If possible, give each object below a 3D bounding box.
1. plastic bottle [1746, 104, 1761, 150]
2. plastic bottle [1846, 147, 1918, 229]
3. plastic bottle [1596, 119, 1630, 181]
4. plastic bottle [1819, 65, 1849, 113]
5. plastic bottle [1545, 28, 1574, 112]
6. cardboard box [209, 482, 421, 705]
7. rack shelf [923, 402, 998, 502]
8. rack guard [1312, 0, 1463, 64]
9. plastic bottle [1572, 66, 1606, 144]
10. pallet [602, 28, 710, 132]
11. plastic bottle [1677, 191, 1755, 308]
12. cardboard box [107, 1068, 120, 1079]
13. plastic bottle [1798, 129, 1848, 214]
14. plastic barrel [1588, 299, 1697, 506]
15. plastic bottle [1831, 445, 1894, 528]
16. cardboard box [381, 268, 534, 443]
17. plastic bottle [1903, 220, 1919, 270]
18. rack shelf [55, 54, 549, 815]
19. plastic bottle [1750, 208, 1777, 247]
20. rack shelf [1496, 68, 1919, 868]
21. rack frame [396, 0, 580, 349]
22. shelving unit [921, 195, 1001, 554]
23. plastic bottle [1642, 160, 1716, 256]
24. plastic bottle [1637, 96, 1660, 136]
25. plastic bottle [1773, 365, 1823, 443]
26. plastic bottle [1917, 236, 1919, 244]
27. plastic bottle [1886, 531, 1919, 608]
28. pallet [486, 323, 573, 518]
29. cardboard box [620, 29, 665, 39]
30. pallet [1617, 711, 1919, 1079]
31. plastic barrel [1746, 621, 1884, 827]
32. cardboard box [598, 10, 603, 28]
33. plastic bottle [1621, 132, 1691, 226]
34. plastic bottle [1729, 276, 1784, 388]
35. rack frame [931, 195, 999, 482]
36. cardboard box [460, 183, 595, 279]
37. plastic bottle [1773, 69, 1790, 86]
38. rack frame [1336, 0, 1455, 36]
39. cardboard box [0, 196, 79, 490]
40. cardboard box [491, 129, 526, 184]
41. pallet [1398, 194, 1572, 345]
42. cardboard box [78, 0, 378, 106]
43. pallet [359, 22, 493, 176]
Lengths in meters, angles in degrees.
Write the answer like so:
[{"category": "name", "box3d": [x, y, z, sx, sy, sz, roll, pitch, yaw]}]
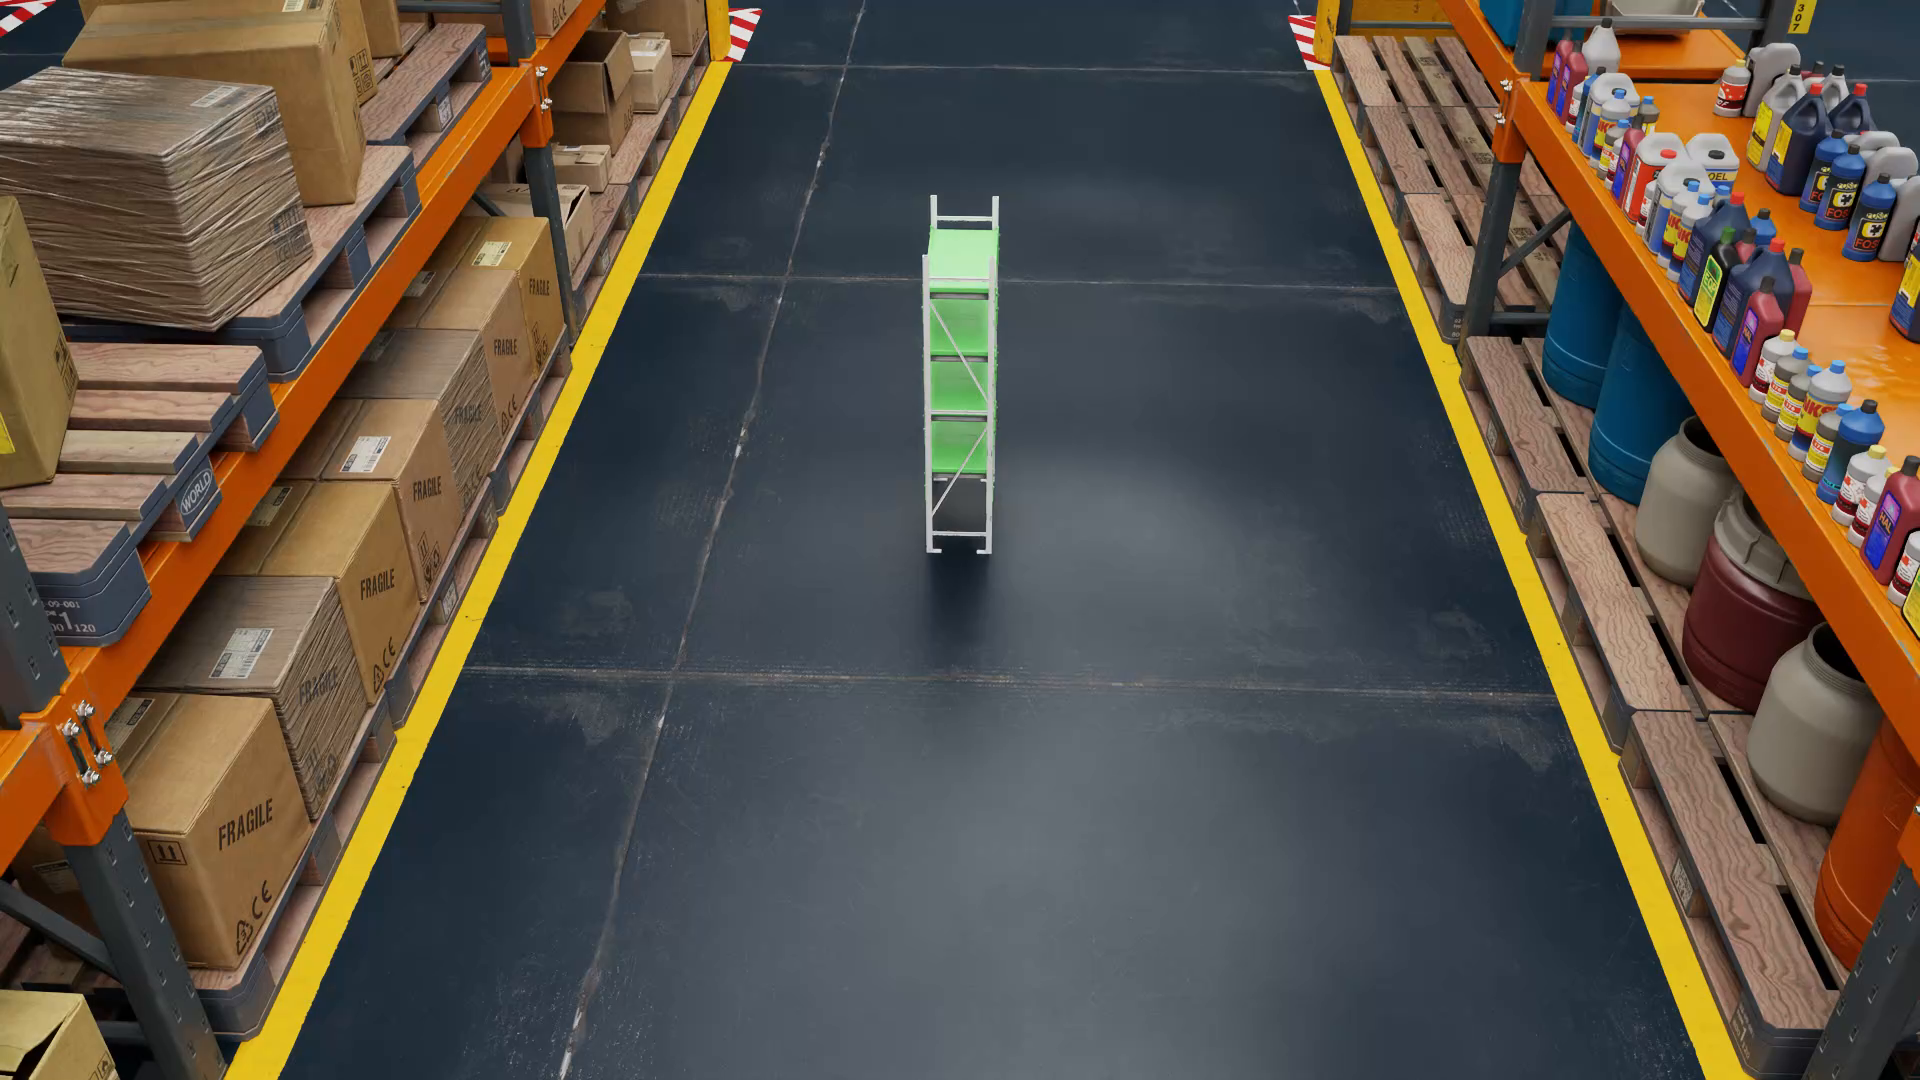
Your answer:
[{"category": "plastic bottle", "box3d": [2.882, -1.485, 5.927, 0.097, 0.201, 0.097, 0, 35, 0]}, {"category": "plastic bottle", "box3d": [2.982, -1.156, 5.394, 0.152, 0.276, 0.135, 1, 35, 2]}, {"category": "plastic bottle", "box3d": [2.265, -1.347, 5.731, 0.097, 0.201, 0.097, 0, 35, 0]}, {"category": "plastic bottle", "box3d": [3.005, -1.462, 5.764, 0.144, 0.351, 0.185, 1, 35, 2]}, {"category": "plastic bottle", "box3d": [2.274, -1.769, 6.260, 0.061, 0.283, 0.133, 1, 35, 2]}, {"category": "cardboard box", "box3d": [-2.051, 0.163, 5.201, 0.500, 0.500, 0.500, 1, 35, 1]}, {"category": "rack shelf", "box3d": [0.007, -0.337, 6.215, 0.258, 0.148, 0.480, 1, 35, 2]}, {"category": "rack guard", "box3d": [2.863, -3.307, 10.521, 1.175, 0.500, 0.348, 1, 35, 2]}, {"category": "plastic bottle", "box3d": [2.278, -1.565, 5.980, 0.097, 0.271, 0.097, 0, 35, 0]}, {"category": "pallet", "box3d": [-2.108, -2.789, 10.036, 1.003, 0.211, 1.213, 1, 35, 2]}, {"category": "plastic bottle", "box3d": [2.251, -0.871, 4.924, 0.144, 0.351, 0.185, 1, 35, 2]}, {"category": "cardboard box", "box3d": [-2.172, 1.425, 3.640, 0.500, 0.250, 0.500, 2, 35, 3]}, {"category": "plastic bottle", "box3d": [2.862, -1.224, 5.494, 0.097, 0.271, 0.097, 0, 35, 0]}, {"category": "plastic barrel", "box3d": [2.648, -0.612, 5.972, 0.600, 0.901, 0.708, 1, 35, 2]}, {"category": "plastic bottle", "box3d": [2.180, -0.135, 4.006, 0.097, 0.201, 0.097, 0, 35, 0]}, {"category": "cardboard box", "box3d": [-1.996, -0.717, 6.453, 0.500, 0.500, 0.500, 1, 35, 2]}, {"category": "plastic bottle", "box3d": [2.995, -0.925, 5.130, 0.097, 0.201, 0.097, 0, 35, 0]}, {"category": "rack shelf", "box3d": [-2.315, -0.691, 5.250, 1.077, 0.370, 4.000, 1, 35, 2]}, {"category": "plastic bottle", "box3d": [2.373, -0.861, 4.979, 0.097, 0.271, 0.097, 0, 35, 0]}, {"category": "rack shelf", "box3d": [2.635, -0.574, 5.084, 1.077, 0.370, 4.000, 1, 35, 2]}, {"category": "rack frame", "box3d": [-2.234, -2.134, 6.678, 1.000, 3.000, 0.127, 1, 35, 2]}, {"category": "shelving unit", "box3d": [0.007, -0.586, 6.040, 0.258, 1.200, 0.503, 1, 35, 2]}, {"category": "plastic bottle", "box3d": [2.269, -1.044, 5.235, 0.152, 0.276, 0.135, 1, 35, 2]}, {"category": "plastic bottle", "box3d": [2.426, -1.477, 5.915, 0.097, 0.201, 0.097, 0, 35, 0]}, {"category": "plastic bottle", "box3d": [2.196, -0.358, 4.324, 0.097, 0.201, 0.097, 0, 35, 0]}, {"category": "plastic bottle", "box3d": [2.929, -0.878, 5.003, 0.097, 0.271, 0.097, 0, 35, 0]}, {"category": "plastic bottle", "box3d": [2.167, 0.054, 3.738, 0.097, 0.201, 0.097, 0, 35, 0]}, {"category": "pallet", "box3d": [-2.229, -0.525, 6.813, 1.003, 0.211, 1.213, 1, 35, 2]}, {"category": "cardboard box", "box3d": [-1.956, -2.904, 9.855, 0.380, 0.166, 0.250, 1, 35, 2]}, {"category": "pallet", "box3d": [2.544, 0.968, 4.690, 1.003, 0.211, 1.213, 1, 35, 2]}, {"category": "plastic barrel", "box3d": [2.490, 0.519, 4.702, 0.421, 0.512, 0.421, 0, 35, 0]}, {"category": "cardboard box", "box3d": [-2.434, -3.213, 10.310, 0.380, 0.149, 0.250, 1, 35, 2]}, {"category": "plastic bottle", "box3d": [2.278, -1.178, 5.425, 0.152, 0.276, 0.135, 1, 35, 2]}, {"category": "plastic bottle", "box3d": [2.190, -0.571, 4.555, 0.061, 0.283, 0.133, 1, 35, 2]}, {"category": "rack frame", "box3d": [0.016, -0.726, 6.240, 0.240, 1.200, 0.015, 1, 35, 2]}, {"category": "cardboard box", "box3d": [-2.001, -1.450, 7.661, 0.500, 0.311, 0.500, 1, 35, 2]}, {"category": "plastic bottle", "box3d": [3.045, -1.635, 6.141, 0.097, 0.201, 0.097, 0, 35, 0]}, {"category": "rack frame", "box3d": [2.876, -4.316, 9.782, 1.000, 3.000, 0.127, 1, 35, 2]}, {"category": "cardboard box", "box3d": [-2.482, -0.413, 3.777, 0.700, 0.500, 0.500, -10, 36, -14]}, {"category": "cardboard box", "box3d": [-2.465, -1.979, 8.413, 0.500, 0.311, 0.500, 1, 35, 2]}, {"category": "pallet", "box3d": [2.706, -1.300, 7.916, 1.003, 0.211, 1.213, 1, 35, 2]}, {"category": "cardboard box", "box3d": [-2.441, -1.683, 5.584, 0.700, 0.500, 0.500, 7, 36, 9]}, {"category": "pallet", "box3d": [-2.376, -1.599, 6.083, 1.003, 0.211, 1.213, 1, 35, 2]}]
